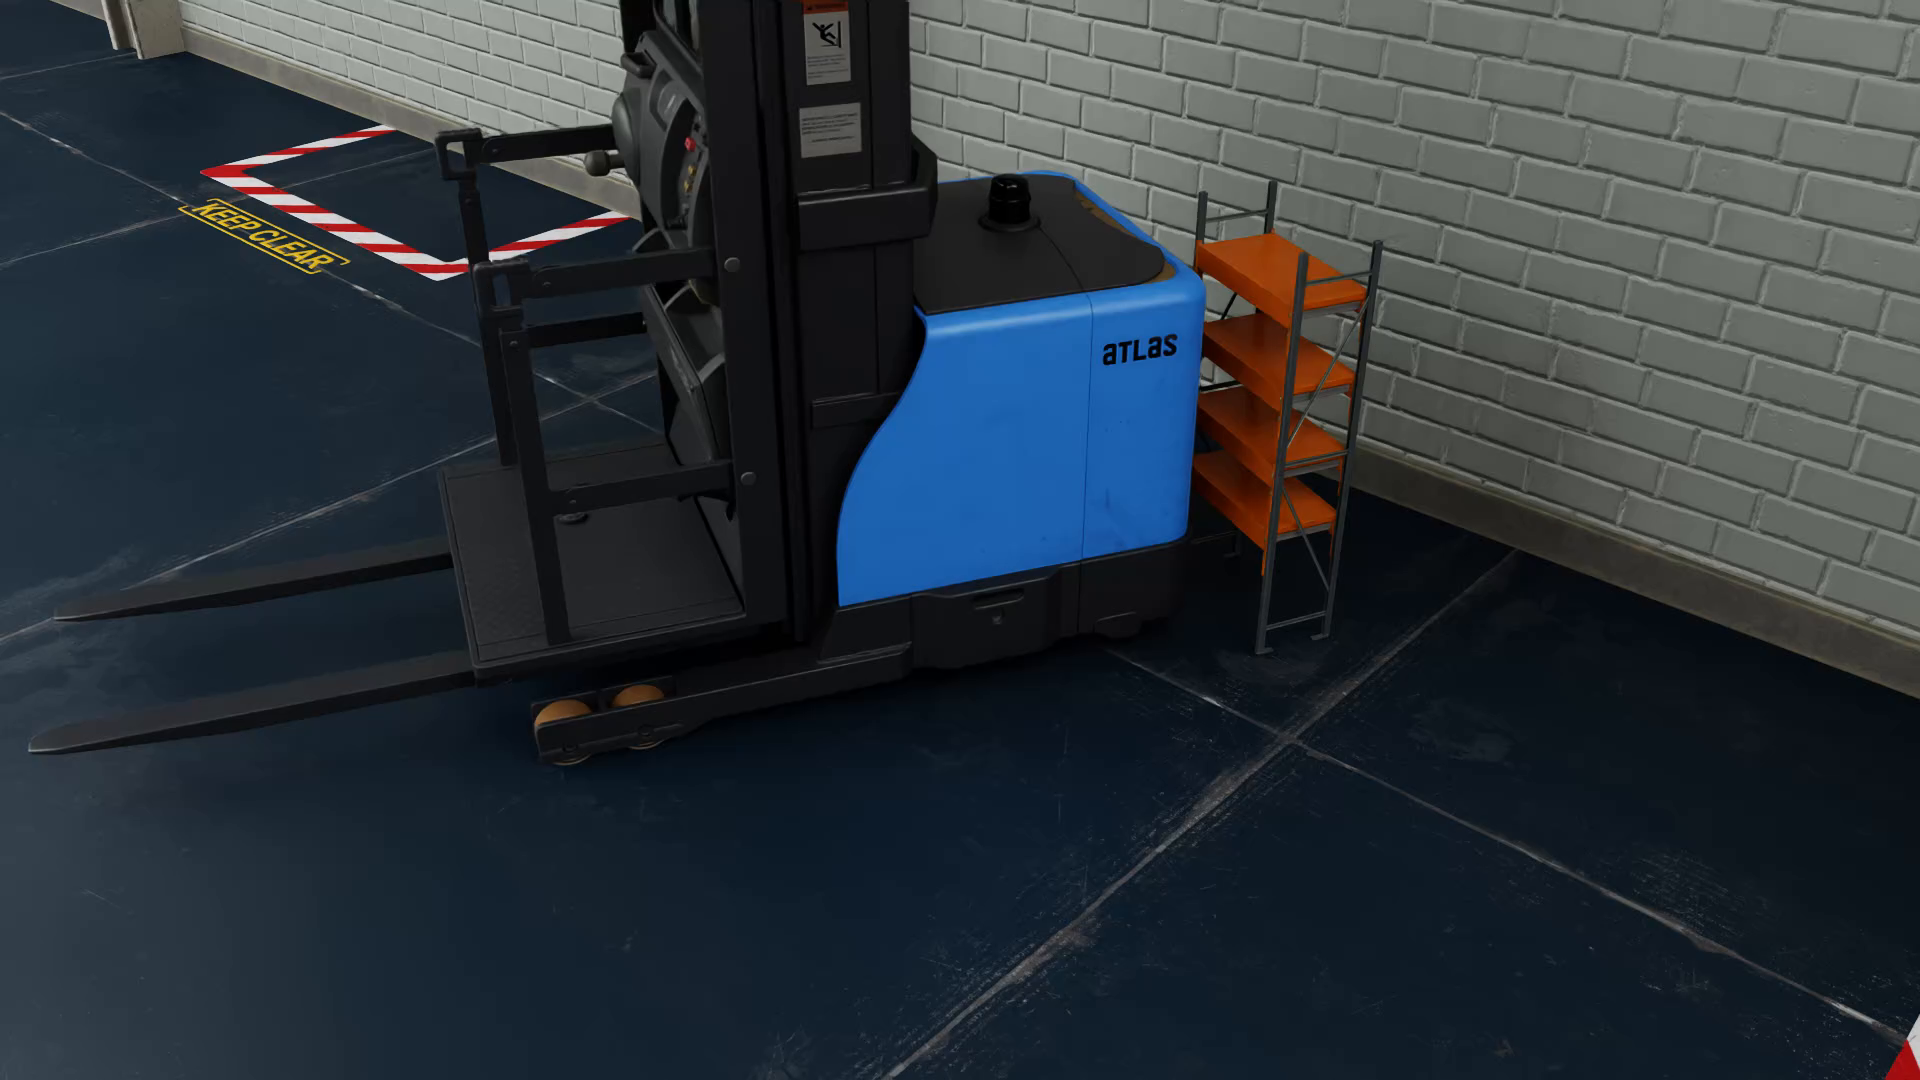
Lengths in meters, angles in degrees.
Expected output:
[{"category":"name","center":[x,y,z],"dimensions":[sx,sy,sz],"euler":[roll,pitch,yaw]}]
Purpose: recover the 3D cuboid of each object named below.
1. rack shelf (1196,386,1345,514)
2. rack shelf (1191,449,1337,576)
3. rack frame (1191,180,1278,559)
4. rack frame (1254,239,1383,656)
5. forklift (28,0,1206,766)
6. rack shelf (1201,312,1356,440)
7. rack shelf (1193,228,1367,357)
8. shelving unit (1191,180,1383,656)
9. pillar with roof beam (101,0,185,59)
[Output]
[{"category":"rack shelf","center":[0.853,-0.272,4.670],"dimensions":[0.258,0.148,0.480],"euler":[-12,33,-20]},{"category":"rack shelf","center":[0.853,-0.102,4.772],"dimensions":[0.258,0.148,0.480],"euler":[-12,33,-20]},{"category":"rack frame","center":[0.757,-0.446,4.827],"dimensions":[0.240,1.200,0.015],"euler":[-12,33,-20]},{"category":"rack frame","center":[0.949,-0.214,4.443],"dimensions":[0.240,1.200,0.015],"euler":[-12,33,-20]},{"category":"forklift","center":[-0.916,-0.983,4.041],"dimensions":[3.031,2.935,1.130],"euler":[-11,33,-17]},{"category":"rack shelf","center":[0.853,-0.464,4.554],"dimensions":[0.258,0.148,0.480],"euler":[-12,33,-20]},{"category":"rack shelf","center":[0.853,-0.667,4.432],"dimensions":[0.258,0.148,0.480],"euler":[-12,33,-20]},{"category":"shelving unit","center":[0.853,-0.330,4.635],"dimensions":[0.258,1.200,0.503],"euler":[-12,33,-20]},{"category":"pillar with roof beam","center":[-7.896,-5.252,5.249],"dimensions":[0.400,9.000,9.100],"euler":[25,39,35]}]
